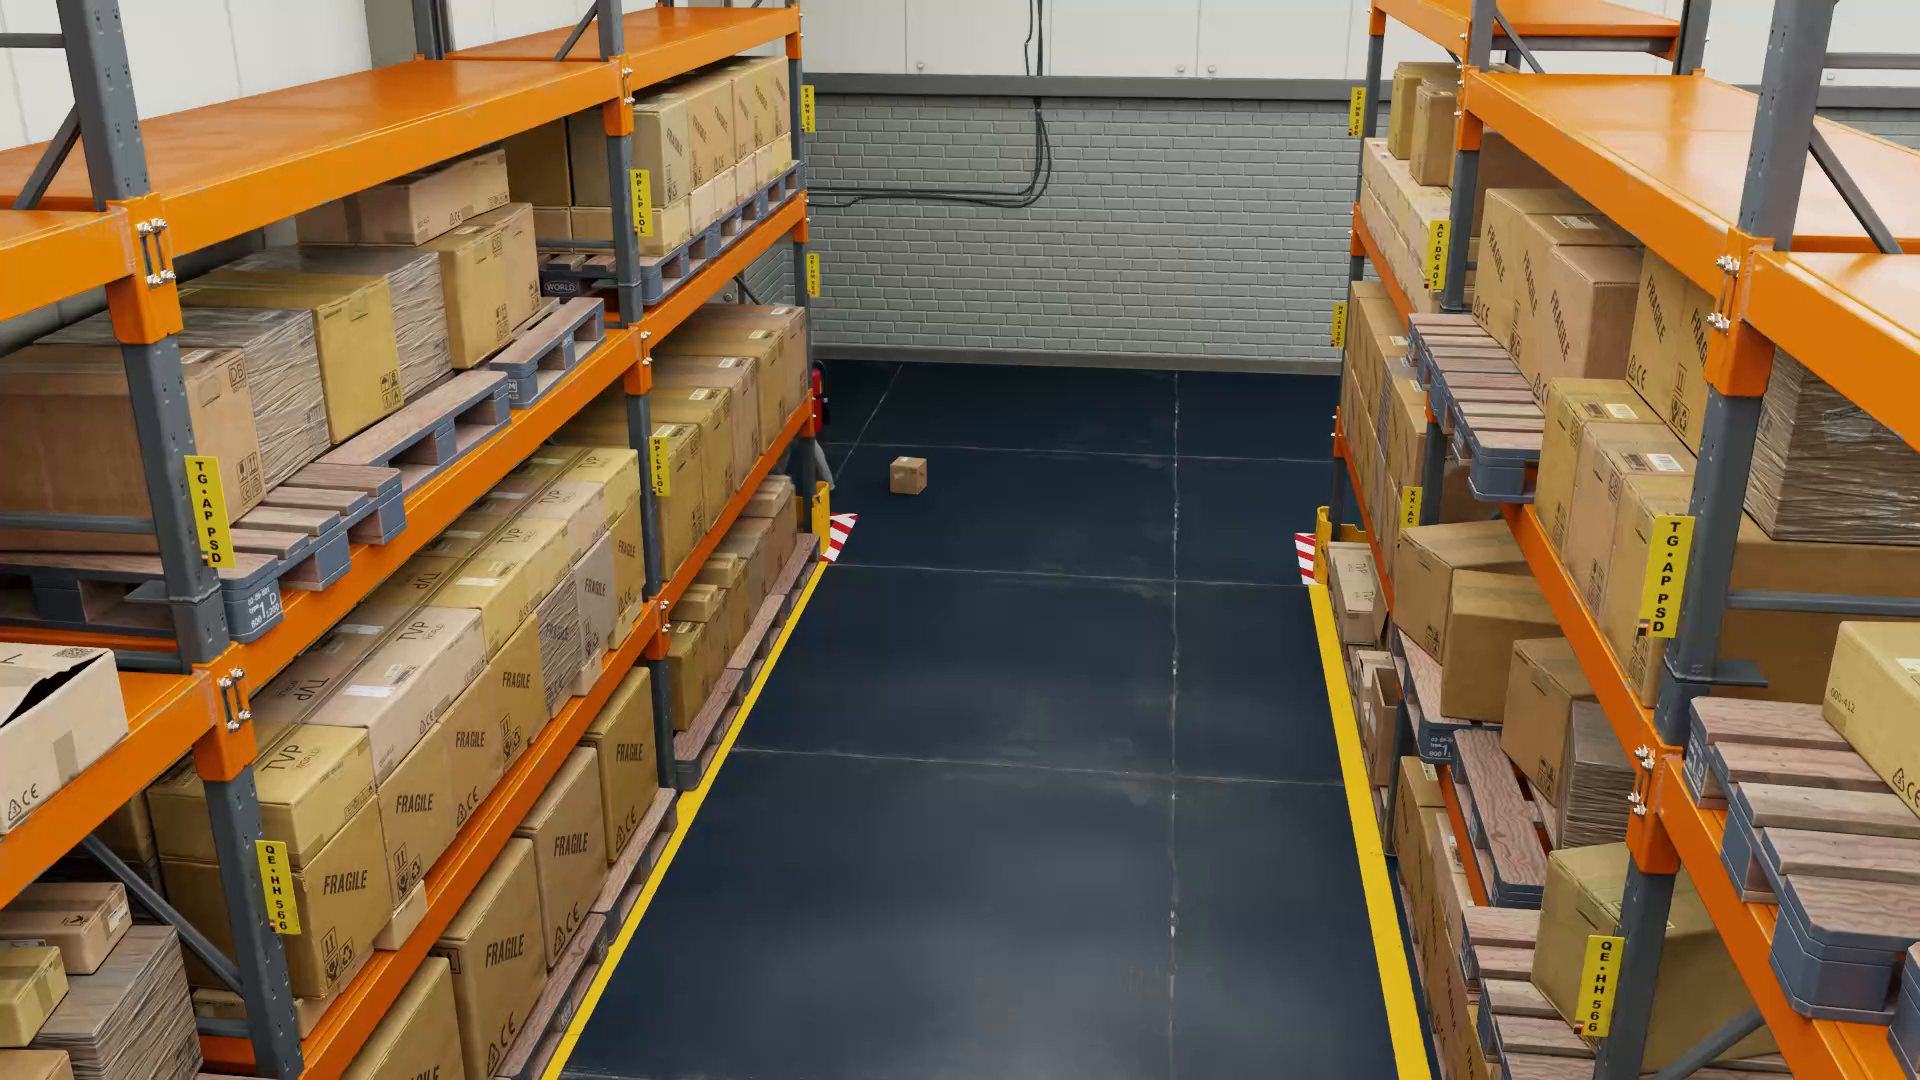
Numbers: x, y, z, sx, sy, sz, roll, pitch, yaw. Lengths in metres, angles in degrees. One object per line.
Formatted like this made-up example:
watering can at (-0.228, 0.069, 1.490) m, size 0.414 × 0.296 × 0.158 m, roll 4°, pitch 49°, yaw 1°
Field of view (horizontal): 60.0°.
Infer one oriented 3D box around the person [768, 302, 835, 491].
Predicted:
person at (-1.437, -1.178, 14.083) m, size 0.702 × 1.709 × 0.525 m, roll 1°, pitch 21°, yaw 3°
